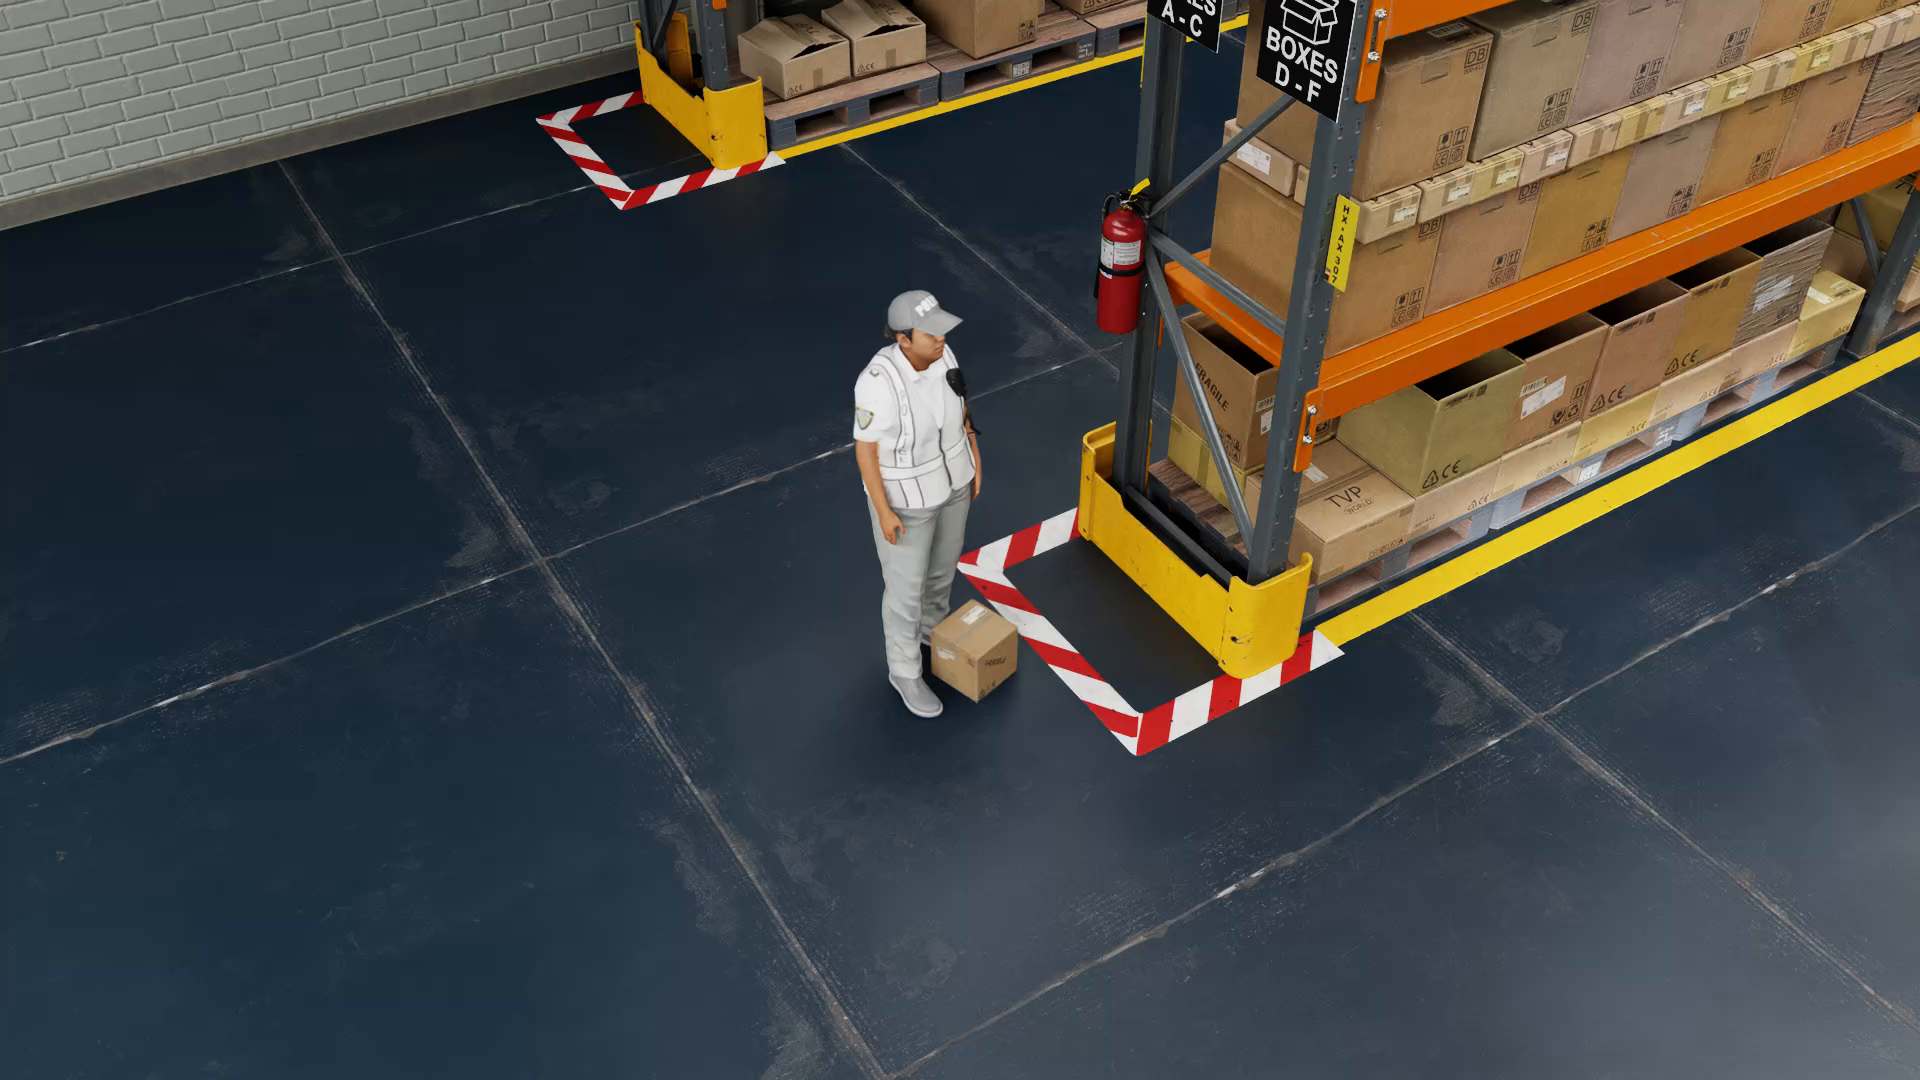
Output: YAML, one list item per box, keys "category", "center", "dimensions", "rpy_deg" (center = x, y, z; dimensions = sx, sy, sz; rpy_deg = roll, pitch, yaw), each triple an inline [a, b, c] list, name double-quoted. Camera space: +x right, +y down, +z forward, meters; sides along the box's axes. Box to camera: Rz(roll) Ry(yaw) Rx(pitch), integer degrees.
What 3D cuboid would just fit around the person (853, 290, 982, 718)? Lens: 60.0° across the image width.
- category: "person"
  center: [-0.108, -0.158, 6.321]
  dimensions: [0.529, 1.669, 0.593]
  rpy_deg: [32, 50, 32]
